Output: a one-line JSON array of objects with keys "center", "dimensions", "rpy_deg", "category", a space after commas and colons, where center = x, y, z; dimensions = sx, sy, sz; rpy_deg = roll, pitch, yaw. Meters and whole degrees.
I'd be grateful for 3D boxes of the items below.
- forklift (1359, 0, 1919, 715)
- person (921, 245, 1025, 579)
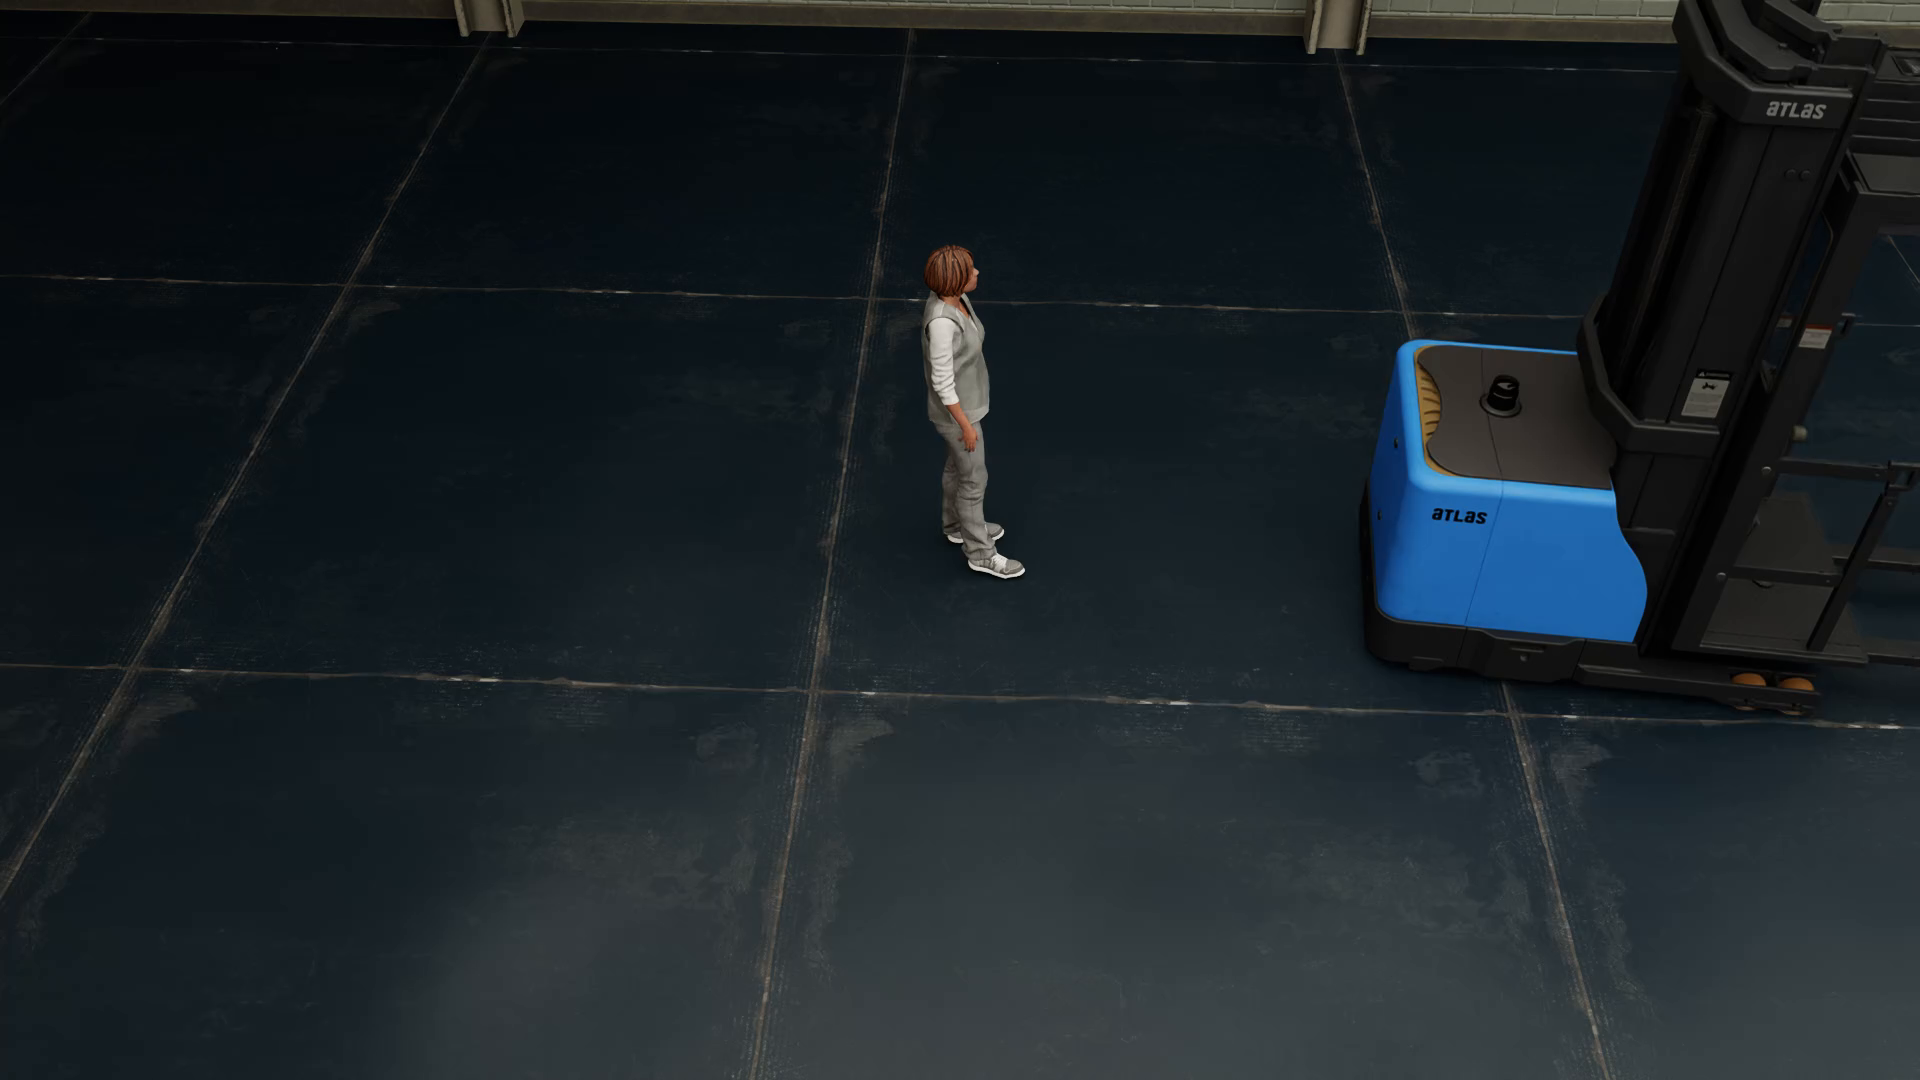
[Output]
[{"center": [3.344, -0.720, 6.531], "dimensions": [3.031, 2.935, 1.130], "rpy_deg": [5, 43, 6], "category": "forklift"}, {"center": [0.074, -0.583, 7.360], "dimensions": [0.473, 1.599, 0.520], "rpy_deg": [2, 42, 2], "category": "person"}]
